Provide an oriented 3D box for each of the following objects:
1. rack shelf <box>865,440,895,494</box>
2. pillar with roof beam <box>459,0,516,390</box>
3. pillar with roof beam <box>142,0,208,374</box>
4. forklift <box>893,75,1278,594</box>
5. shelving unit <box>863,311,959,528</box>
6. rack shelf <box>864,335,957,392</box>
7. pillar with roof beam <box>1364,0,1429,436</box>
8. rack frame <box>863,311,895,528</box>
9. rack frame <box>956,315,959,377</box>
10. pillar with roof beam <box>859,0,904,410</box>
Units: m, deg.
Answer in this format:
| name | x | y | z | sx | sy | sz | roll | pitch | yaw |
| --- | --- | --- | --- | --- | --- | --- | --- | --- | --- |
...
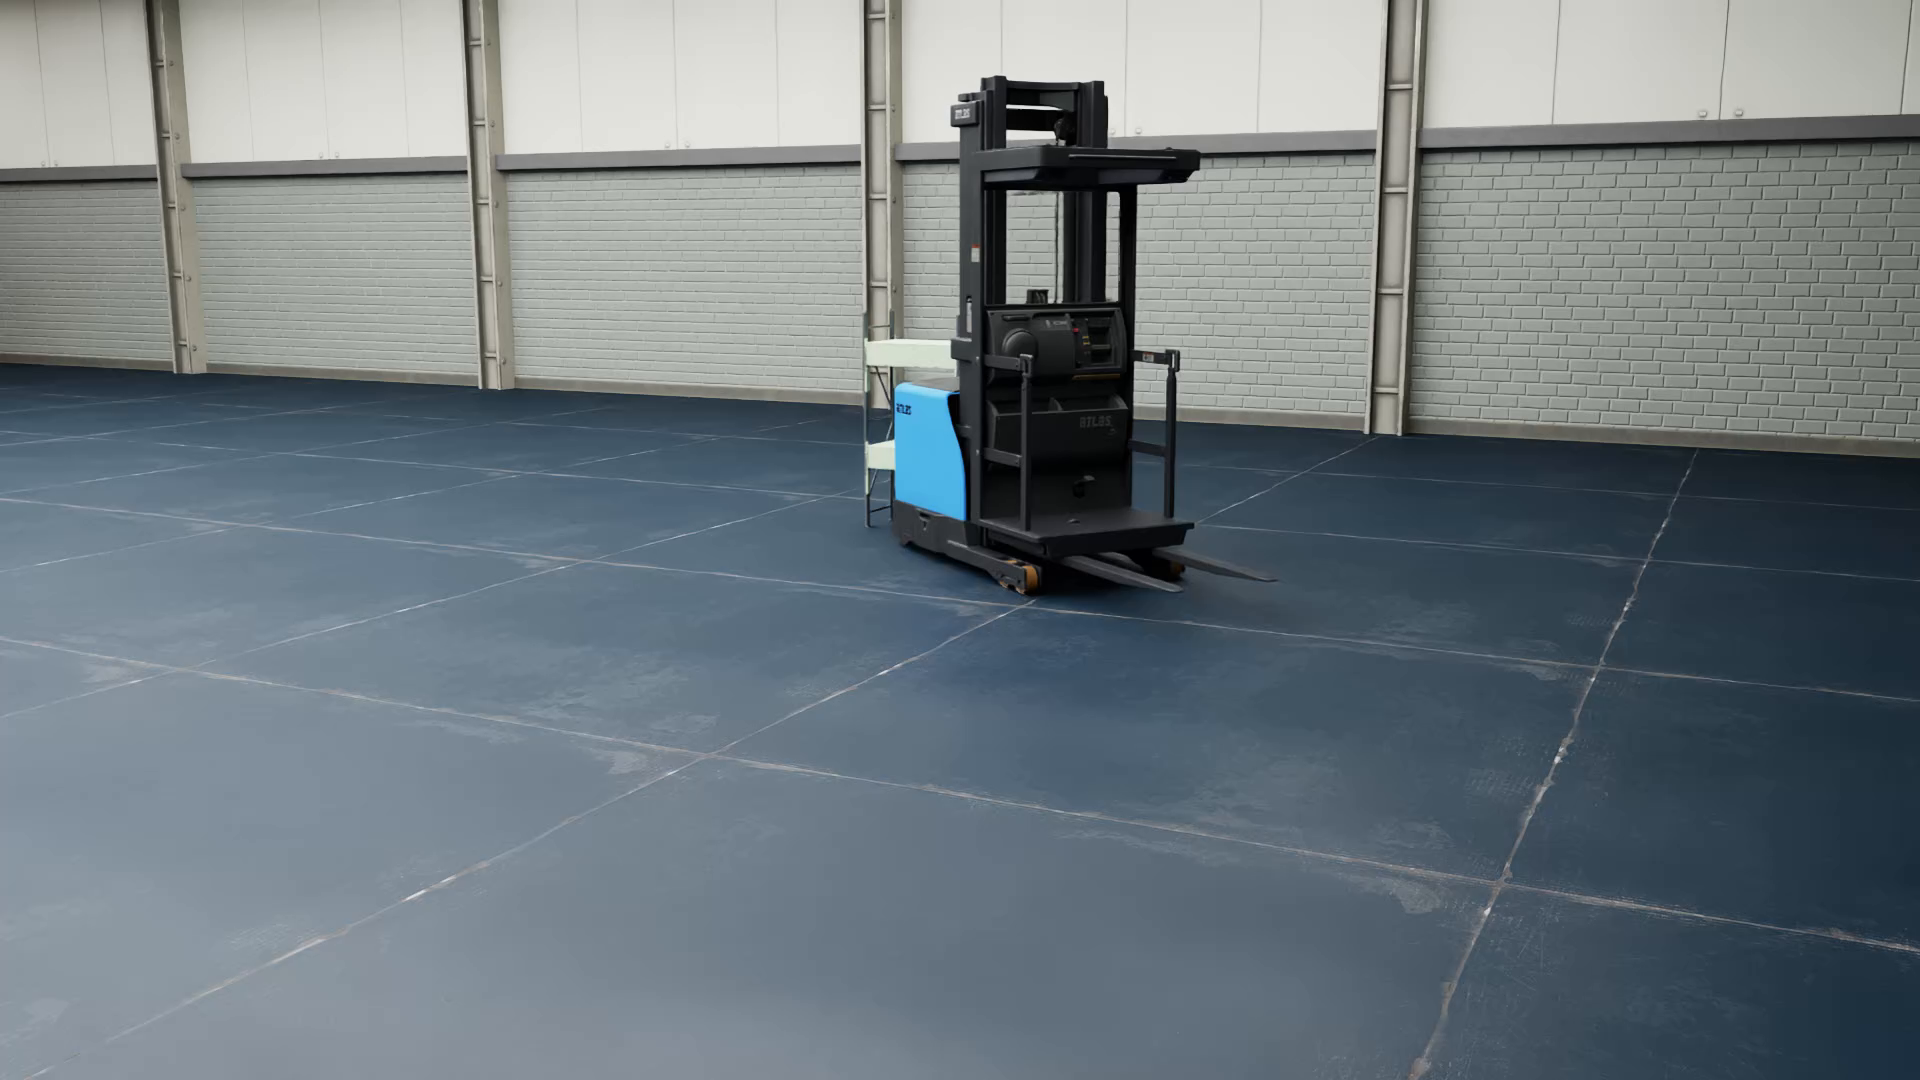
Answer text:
| name | x | y | z | sx | sy | sz | roll | pitch | yaw |
| --- | --- | --- | --- | --- | --- | --- | --- | --- | --- |
| rack shelf | -0.246 | -0.507 | 11.648 | 0.720 | 0.370 | 0.431 | 5 | 12 | 27 |
| pillar with roof beam | -8.203 | -5.807 | 18.046 | 0.400 | 9.000 | 9.100 | 5 | 11 | 26 |
| pillar with roof beam | -13.584 | -6.279 | 20.659 | 0.400 | 9.000 | 9.100 | 5 | 11 | 26 |
| forklift | 0.688 | -1.224 | 9.763 | 1.130 | 2.935 | 3.031 | -5 | 12 | -27 |
| shelving unit | -0.246 | -0.827 | 11.590 | 0.755 | 1.500 | 0.431 | 5 | 12 | 27 |
| rack shelf | -0.246 | -1.211 | 11.521 | 0.720 | 0.370 | 0.431 | 5 | 12 | 27 |
| pillar with roof beam | 2.558 | -4.861 | 12.821 | 0.400 | 9.000 | 9.100 | 5 | 11 | 26 |
| rack frame | -0.569 | -0.858 | 11.758 | 0.023 | 1.500 | 0.400 | 5 | 12 | 27 |
| rack frame | 0.078 | -0.797 | 11.422 | 0.023 | 1.500 | 0.400 | 5 | 12 | 27 |
| pillar with roof beam | -2.823 | -5.334 | 15.434 | 0.400 | 9.000 | 9.100 | 5 | 11 | 26 |
